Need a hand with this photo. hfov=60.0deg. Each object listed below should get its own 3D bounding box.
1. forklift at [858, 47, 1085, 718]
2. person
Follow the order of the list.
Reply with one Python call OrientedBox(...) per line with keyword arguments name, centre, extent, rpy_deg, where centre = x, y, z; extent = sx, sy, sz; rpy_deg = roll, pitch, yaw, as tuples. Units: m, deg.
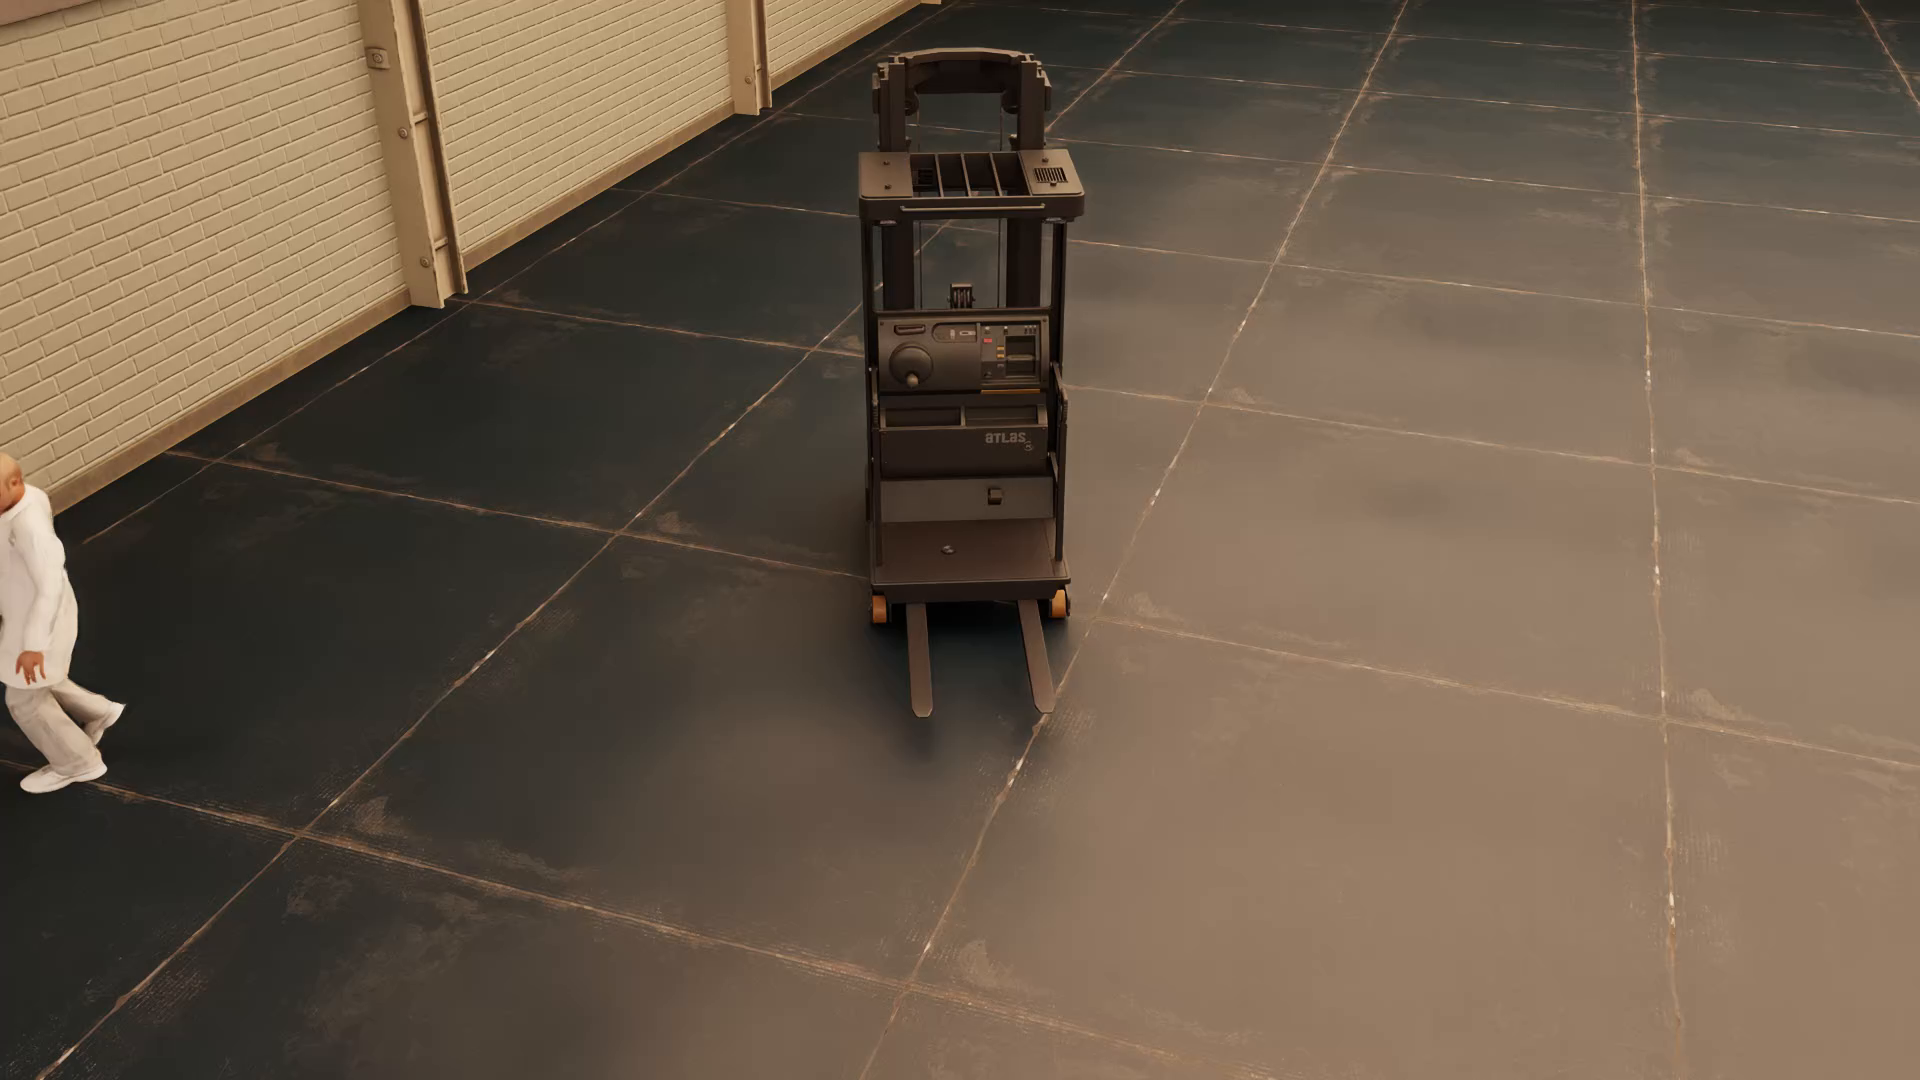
OrientedBox(name="forklift", centre=(0.035, -0.972, 8.842), extent=(1.130, 2.935, 3.031), rpy_deg=(-2, 30, -3))
OrientedBox(name="person", centre=(-4.270, 0.404, 7.645), extent=(0.517, 1.754, 0.831), rpy_deg=(-11, 32, -19))
